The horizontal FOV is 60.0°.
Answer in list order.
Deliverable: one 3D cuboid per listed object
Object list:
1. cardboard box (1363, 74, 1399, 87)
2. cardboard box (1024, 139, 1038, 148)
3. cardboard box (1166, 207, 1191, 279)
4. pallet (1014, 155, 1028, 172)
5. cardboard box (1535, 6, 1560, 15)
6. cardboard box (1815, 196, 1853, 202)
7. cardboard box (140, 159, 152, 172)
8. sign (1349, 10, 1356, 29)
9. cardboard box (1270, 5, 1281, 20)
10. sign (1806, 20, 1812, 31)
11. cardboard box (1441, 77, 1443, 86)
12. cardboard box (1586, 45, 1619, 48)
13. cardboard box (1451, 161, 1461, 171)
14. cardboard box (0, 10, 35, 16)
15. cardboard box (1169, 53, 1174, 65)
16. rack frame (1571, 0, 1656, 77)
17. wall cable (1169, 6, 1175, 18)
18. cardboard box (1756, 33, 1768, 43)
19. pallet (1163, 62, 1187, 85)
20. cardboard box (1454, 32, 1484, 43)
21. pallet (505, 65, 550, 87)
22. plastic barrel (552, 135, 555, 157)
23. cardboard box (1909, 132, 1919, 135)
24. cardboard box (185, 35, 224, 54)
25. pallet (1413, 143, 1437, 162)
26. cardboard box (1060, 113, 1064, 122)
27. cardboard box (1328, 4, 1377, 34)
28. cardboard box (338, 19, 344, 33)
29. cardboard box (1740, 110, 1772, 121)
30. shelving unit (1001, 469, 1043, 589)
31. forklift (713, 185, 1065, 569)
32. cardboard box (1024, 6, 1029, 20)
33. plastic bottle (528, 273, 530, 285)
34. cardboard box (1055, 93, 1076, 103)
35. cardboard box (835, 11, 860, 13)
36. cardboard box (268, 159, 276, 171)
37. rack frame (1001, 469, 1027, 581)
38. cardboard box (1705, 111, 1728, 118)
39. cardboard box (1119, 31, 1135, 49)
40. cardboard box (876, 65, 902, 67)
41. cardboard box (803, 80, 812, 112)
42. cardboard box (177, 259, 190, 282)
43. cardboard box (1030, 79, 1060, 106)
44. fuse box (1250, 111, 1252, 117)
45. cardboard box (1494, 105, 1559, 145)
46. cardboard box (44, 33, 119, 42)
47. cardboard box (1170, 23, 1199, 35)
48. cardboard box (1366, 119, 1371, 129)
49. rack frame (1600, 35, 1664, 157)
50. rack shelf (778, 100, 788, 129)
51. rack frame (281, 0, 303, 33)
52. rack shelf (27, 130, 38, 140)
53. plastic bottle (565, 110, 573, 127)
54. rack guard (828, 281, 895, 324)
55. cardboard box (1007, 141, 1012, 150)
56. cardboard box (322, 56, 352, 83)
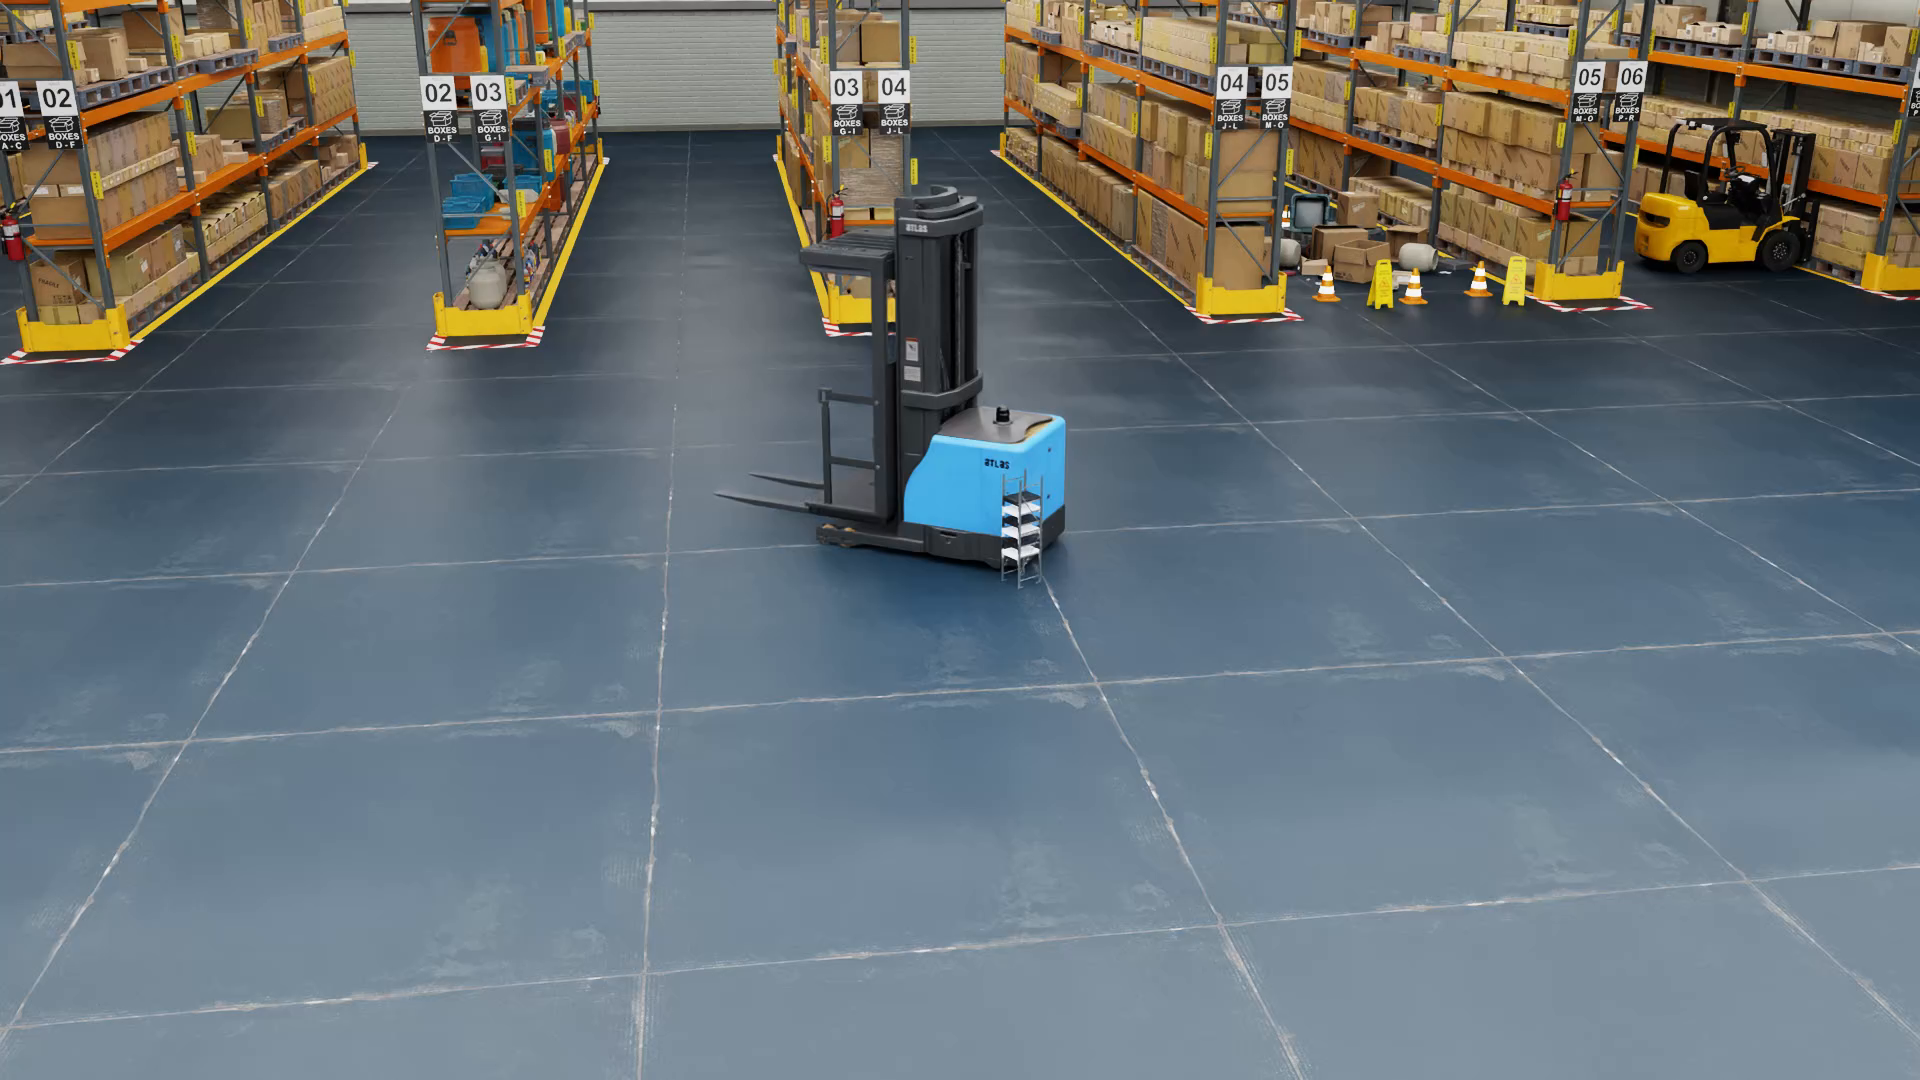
[{"bbox_3d":[7.690,-8.269,30.496,0.500,0.500,0.500,-4,21,-10],"label":"cardboard box"},{"bbox_3d":[1.540,-8.276,34.711,0.380,0.149,0.250,-4,21,-10],"label":"cardboard box"},{"bbox_3d":[3.496,-4.253,23.753,0.875,0.875,0.875,-3,21,-9],"label":"cardboard box"},{"bbox_3d":[1.748,-8.018,35.383,1.003,0.211,1.213,-3,21,-8],"label":"pallet"},{"bbox_3d":[11.629,-10.485,32.906,0.380,0.149,0.250,-3,21,-9],"label":"cardboard box"},{"bbox_3d":[13.497,-5.129,25.563,0.500,0.250,0.500,-3,21,-9],"label":"cardboard box"},{"bbox_3d":[-11.082,-5.015,22.286,0.380,0.149,0.250,-2,21,-6],"label":"cardboard box"},{"bbox_3d":[6.969,-9.230,29.501,0.100,0.325,0.005,-3,21,-8],"label":"sign"},{"bbox_3d":[6.534,-10.746,33.862,0.396,0.266,0.258,-2,21,-6],"label":"cardboard box"},{"bbox_3d":[13.556,-8.150,26.611,0.100,0.325,0.005,-3,21,-8],"label":"sign"},{"bbox_3d":[11.149,-10.316,37.338,0.500,0.250,0.500,-3,21,-7],"label":"cardboard box"},{"bbox_3d":[8.771,-6.681,22.750,0.380,0.149,0.250,-3,21,-8],"label":"cardboard box"},{"bbox_3d":[7.911,-5.858,25.971,0.380,0.149,0.250,-2,21,-6],"label":"cardboard box"},{"bbox_3d":[-17.394,-9.897,30.539,0.500,0.500,0.500,-3,21,-8],"label":"cardboard box"},{"bbox_3d":[3.147,-6.762,23.362,0.380,0.149,0.250,-3,21,-7],"label":"cardboard box"},{"bbox_3d":[8.672,-7.611,21.732,1.000,3.000,0.127,-3,21,-8],"label":"rack frame"},{"bbox_3d":[5.530,-12.782,42.655,0.585,1.953,0.123,-3,21,-8],"label":"wall cable"},{"bbox_3d":[13.079,-8.272,27.405,0.380,0.149,0.250,-3,21,-8],"label":"cardboard box"},{"bbox_3d":[3.492,-6.559,23.330,1.003,0.211,1.213,-3,21,-8],"label":"pallet"},{"bbox_3d":[7.818,-7.721,25.533,0.380,0.149,0.250,-3,21,-9],"label":"cardboard box"},{"bbox_3d":[-6.412,-6.508,23.335,1.213,0.211,1.003,-3,21,-8],"label":"pallet"},{"bbox_3d":[-6.768,-6.382,26.856,0.421,0.512,0.421,0,20,0],"label":"plastic barrel"},{"bbox_3d":[13.770,-5.764,23.868,0.380,0.149,0.250,-2,21,-6],"label":"cardboard box"},{"bbox_3d":[-11.876,-7.769,26.057,0.500,0.250,0.500,-2,21,-6],"label":"cardboard box"},{"bbox_3d":[8.129,-6.367,27.252,1.003,0.211,1.213,-3,21,-8],"label":"pallet"},{"bbox_3d":[2.038,-7.687,30.270,0.380,0.149,0.250,-3,21,-7],"label":"cardboard box"},{"bbox_3d":[7.188,-9.552,30.474,0.700,0.500,0.500,-4,21,-10],"label":"cardboard box"},{"bbox_3d":[-12.909,-10.512,34.002,0.500,0.250,0.500,-3,21,-8],"label":"cardboard box"},{"bbox_3d":[12.759,-6.802,26.645,0.380,0.149,0.250,-2,21,-7],"label":"cardboard box"},{"bbox_3d":[0.492,-0.089,13.168,0.258,0.900,0.210,-15,25,-35],"label":"shelving unit"},{"bbox_3d":[-0.667,-1.466,13.952,3.031,2.935,1.130,9,22,23],"label":"forklift"},{"bbox_3d":[1.597,-10.748,33.918,0.500,0.250,0.500,-2,21,-6],"label":"cardboard box"},{"bbox_3d":[-6.004,-3.625,23.006,0.097,0.201,0.097,0,20,0],"label":"plastic bottle"},{"bbox_3d":[1.968,-8.144,30.642,0.380,0.149,0.250,-3,21,-8],"label":"cardboard box"},{"bbox_3d":[-1.887,-8.427,27.347,0.500,0.500,0.500,-3,21,-8],"label":"cardboard box"},{"bbox_3d":[-12.695,-6.817,30.054,0.500,0.250,0.500,-3,21,-8],"label":"cardboard box"},{"bbox_3d":[0.429,-0.117,13.243,0.240,0.900,0.006,-15,25,-35],"label":"rack frame"},{"bbox_3d":[12.700,-7.071,27.790,0.380,0.149,0.250,-3,21,-8],"label":"cardboard box"},{"bbox_3d":[2.816,-7.896,26.253,0.500,0.250,0.500,-3,21,-8],"label":"cardboard box"},{"bbox_3d":[-0.887,-6.024,21.415,0.380,0.149,0.250,-2,21,-7],"label":"cardboard box"},{"bbox_3d":[-2.377,-7.841,29.347,0.797,0.503,0.637,-2,21,-6],"label":"cardboard box"},{"bbox_3d":[-11.169,-3.773,23.360,0.500,0.250,0.500,-3,21,-8],"label":"cardboard box"},{"bbox_3d":[1.709,-9.010,33.484,0.500,0.500,0.500,-3,21,-8],"label":"cardboard box"},{"bbox_3d":[7.629,-11.743,43.212,0.539,1.711,0.414,-3,21,-8],"label":"fuse box"},{"bbox_3d":[8.142,-5.968,23.910,0.700,0.500,0.500,-3,21,-8],"label":"cardboard box"},{"bbox_3d":[-11.402,-6.327,21.633,0.797,0.503,0.637,-1,20,-2],"label":"cardboard box"},{"bbox_3d":[3.147,-7.135,23.223,0.380,0.149,0.250,-3,21,-8],"label":"cardboard box"},{"bbox_3d":[7.383,-7.331,29.315,0.380,0.149,0.250,-4,21,-11],"label":"cardboard box"},{"bbox_3d":[12.430,-7.822,30.872,1.000,3.000,0.127,-3,21,-8],"label":"rack frame"},{"bbox_3d":[-3.152,-8.811,34.548,1.077,0.370,4.000,-3,21,-8],"label":"rack shelf"},{"bbox_3d":[-12.668,-10.767,30.184,1.000,3.000,0.127,-3,21,-8],"label":"rack frame"},{"bbox_3d":[-17.281,-6.676,28.833,1.077,0.370,4.000,-3,21,-8],"label":"rack shelf"},{"bbox_3d":[-7.282,-7.817,30.928,0.144,0.351,0.185,-3,21,-8],"label":"plastic bottle"},{"bbox_3d":[-1.145,-3.156,21.951,1.175,0.500,0.348,-3,21,-8],"label":"rack guard"},{"bbox_3d":[1.241,-8.719,36.748,0.380,0.149,0.250,-2,21,-7],"label":"cardboard box"},{"bbox_3d":[-12.908,-9.717,34.374,0.500,0.500,0.500,-3,21,-8],"label":"cardboard box"}]
